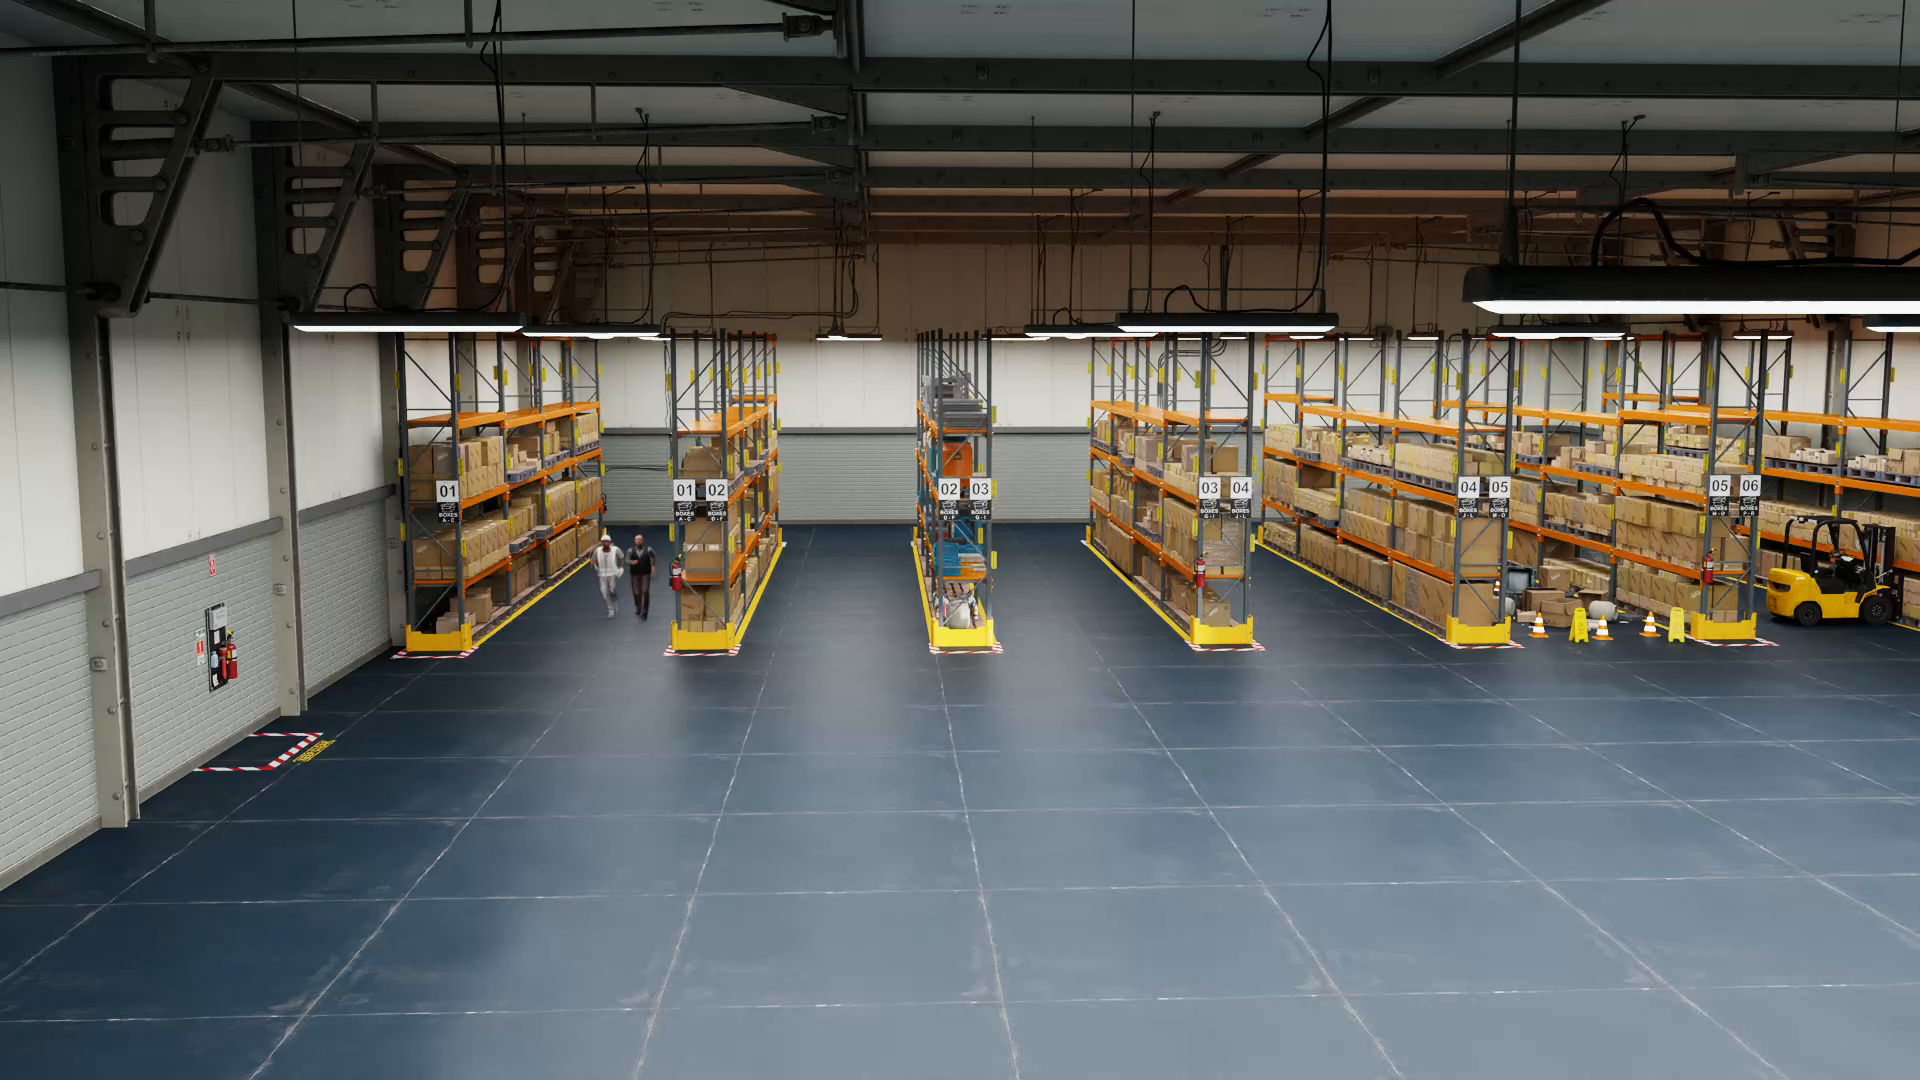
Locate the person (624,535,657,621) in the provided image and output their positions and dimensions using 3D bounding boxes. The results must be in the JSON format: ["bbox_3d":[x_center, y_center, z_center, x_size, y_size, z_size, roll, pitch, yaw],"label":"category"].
[{"bbox_3d":[-6.664,0.776,34.694,0.637,1.736,0.847,0,7,-4],"label":"person"}]

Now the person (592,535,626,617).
[{"bbox_3d":[-7.381,0.759,34.826,0.687,1.732,0.564,0,7,-1],"label":"person"}]

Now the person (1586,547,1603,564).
[{"bbox_3d":[16.106,-0.063,42.081,0.625,1.658,0.591,0,7,-3],"label":"person"}]
